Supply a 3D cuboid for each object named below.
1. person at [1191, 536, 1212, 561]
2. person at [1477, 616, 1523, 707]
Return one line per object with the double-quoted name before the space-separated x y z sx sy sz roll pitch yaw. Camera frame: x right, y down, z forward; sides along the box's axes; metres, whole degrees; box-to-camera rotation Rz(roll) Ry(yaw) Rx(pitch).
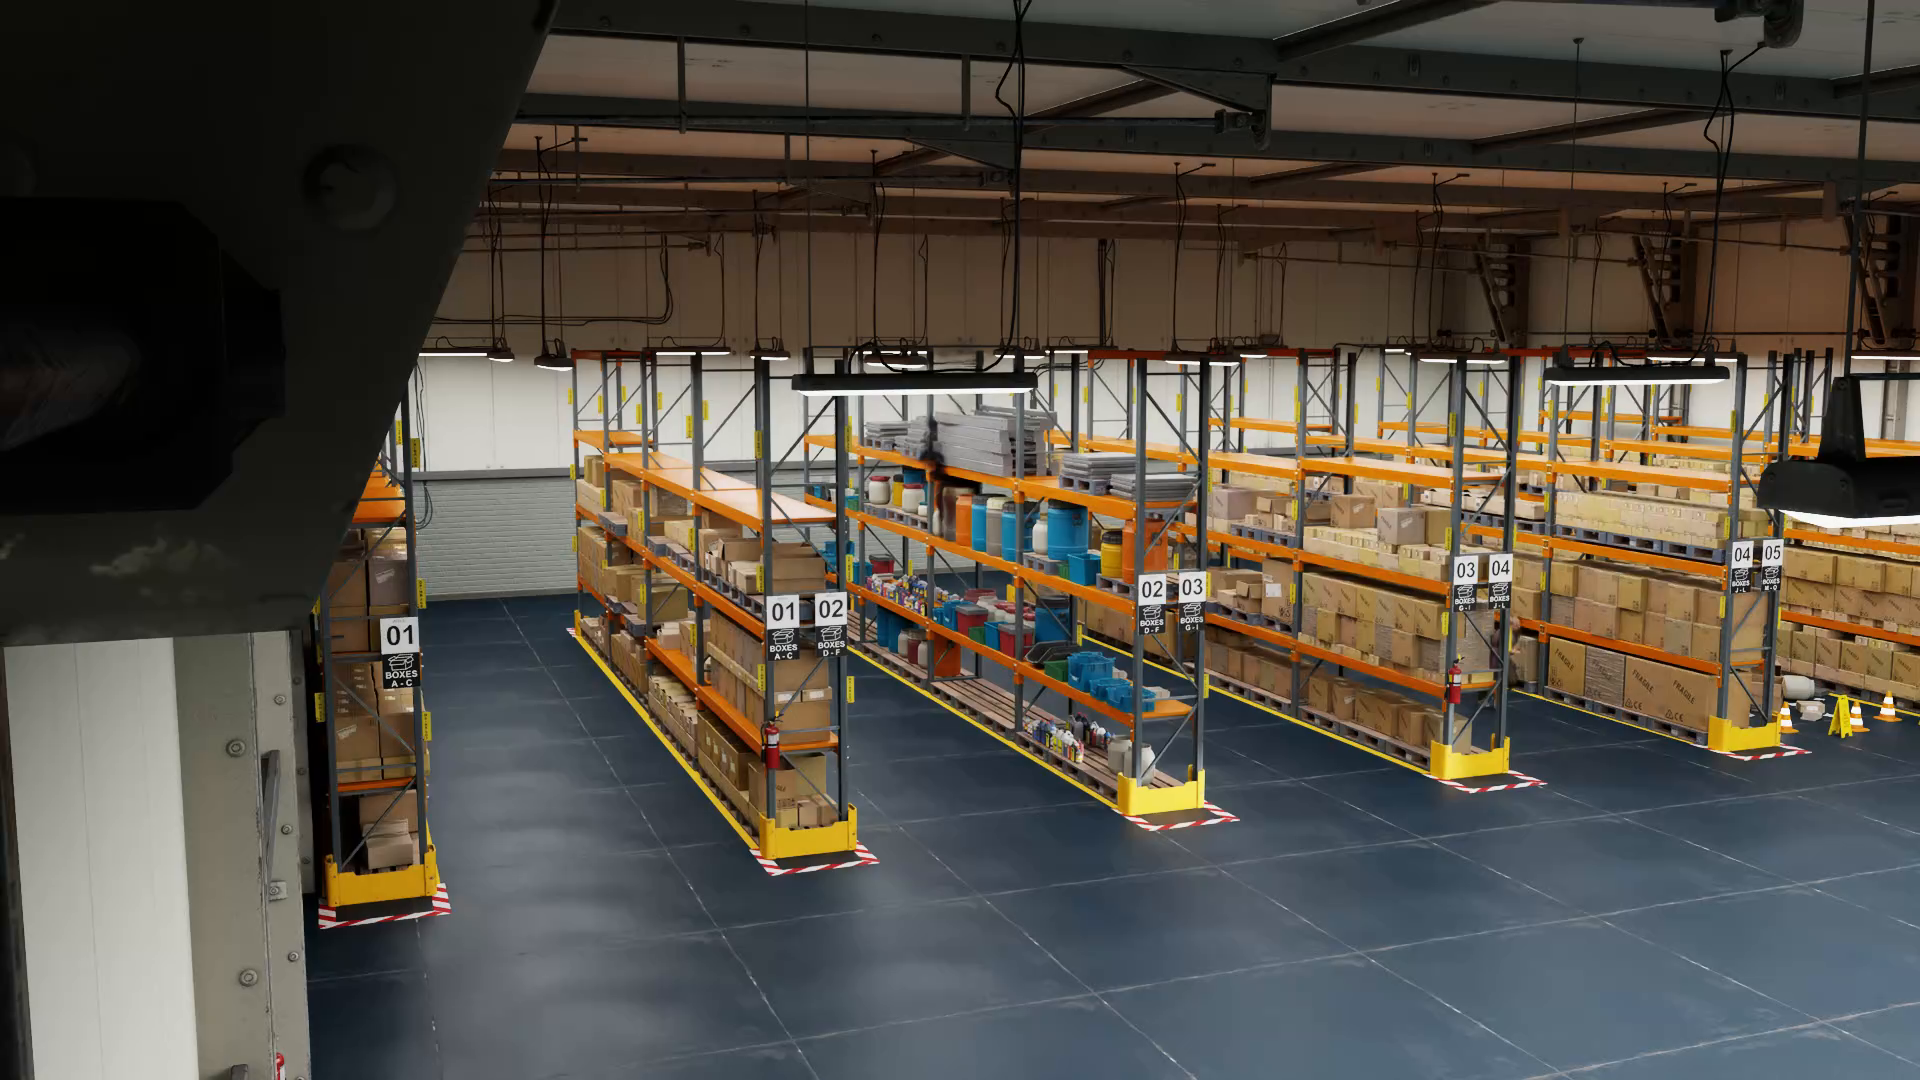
"person" 6.058 0.323 41.297 0.968 1.729 0.662 -5 9 -34
"person" 9.110 2.049 27.928 0.740 1.633 1.014 -4 8 -27
